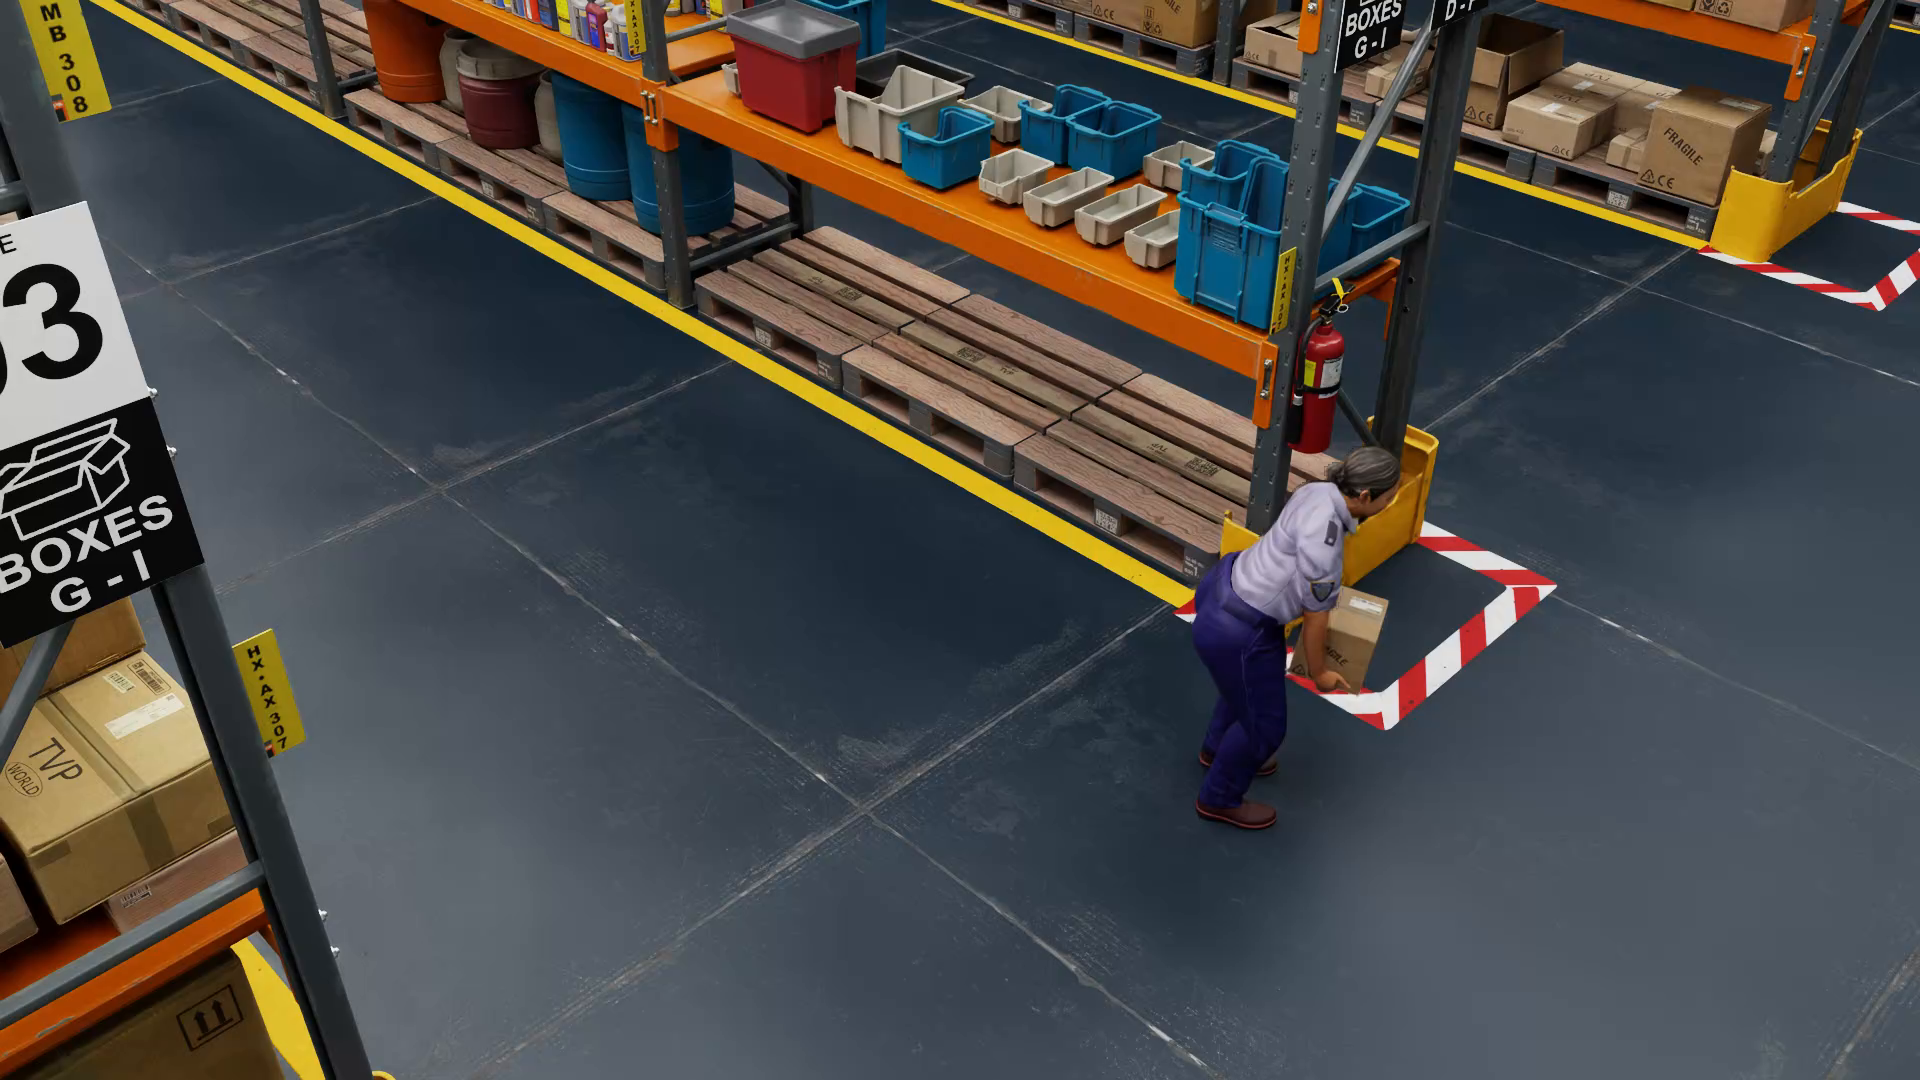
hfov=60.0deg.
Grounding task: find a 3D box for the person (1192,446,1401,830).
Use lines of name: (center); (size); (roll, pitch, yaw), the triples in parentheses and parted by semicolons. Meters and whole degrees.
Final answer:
person: (1.122, 0.337, 5.815); (0.623, 1.511, 0.454); (5, 36, 7)
